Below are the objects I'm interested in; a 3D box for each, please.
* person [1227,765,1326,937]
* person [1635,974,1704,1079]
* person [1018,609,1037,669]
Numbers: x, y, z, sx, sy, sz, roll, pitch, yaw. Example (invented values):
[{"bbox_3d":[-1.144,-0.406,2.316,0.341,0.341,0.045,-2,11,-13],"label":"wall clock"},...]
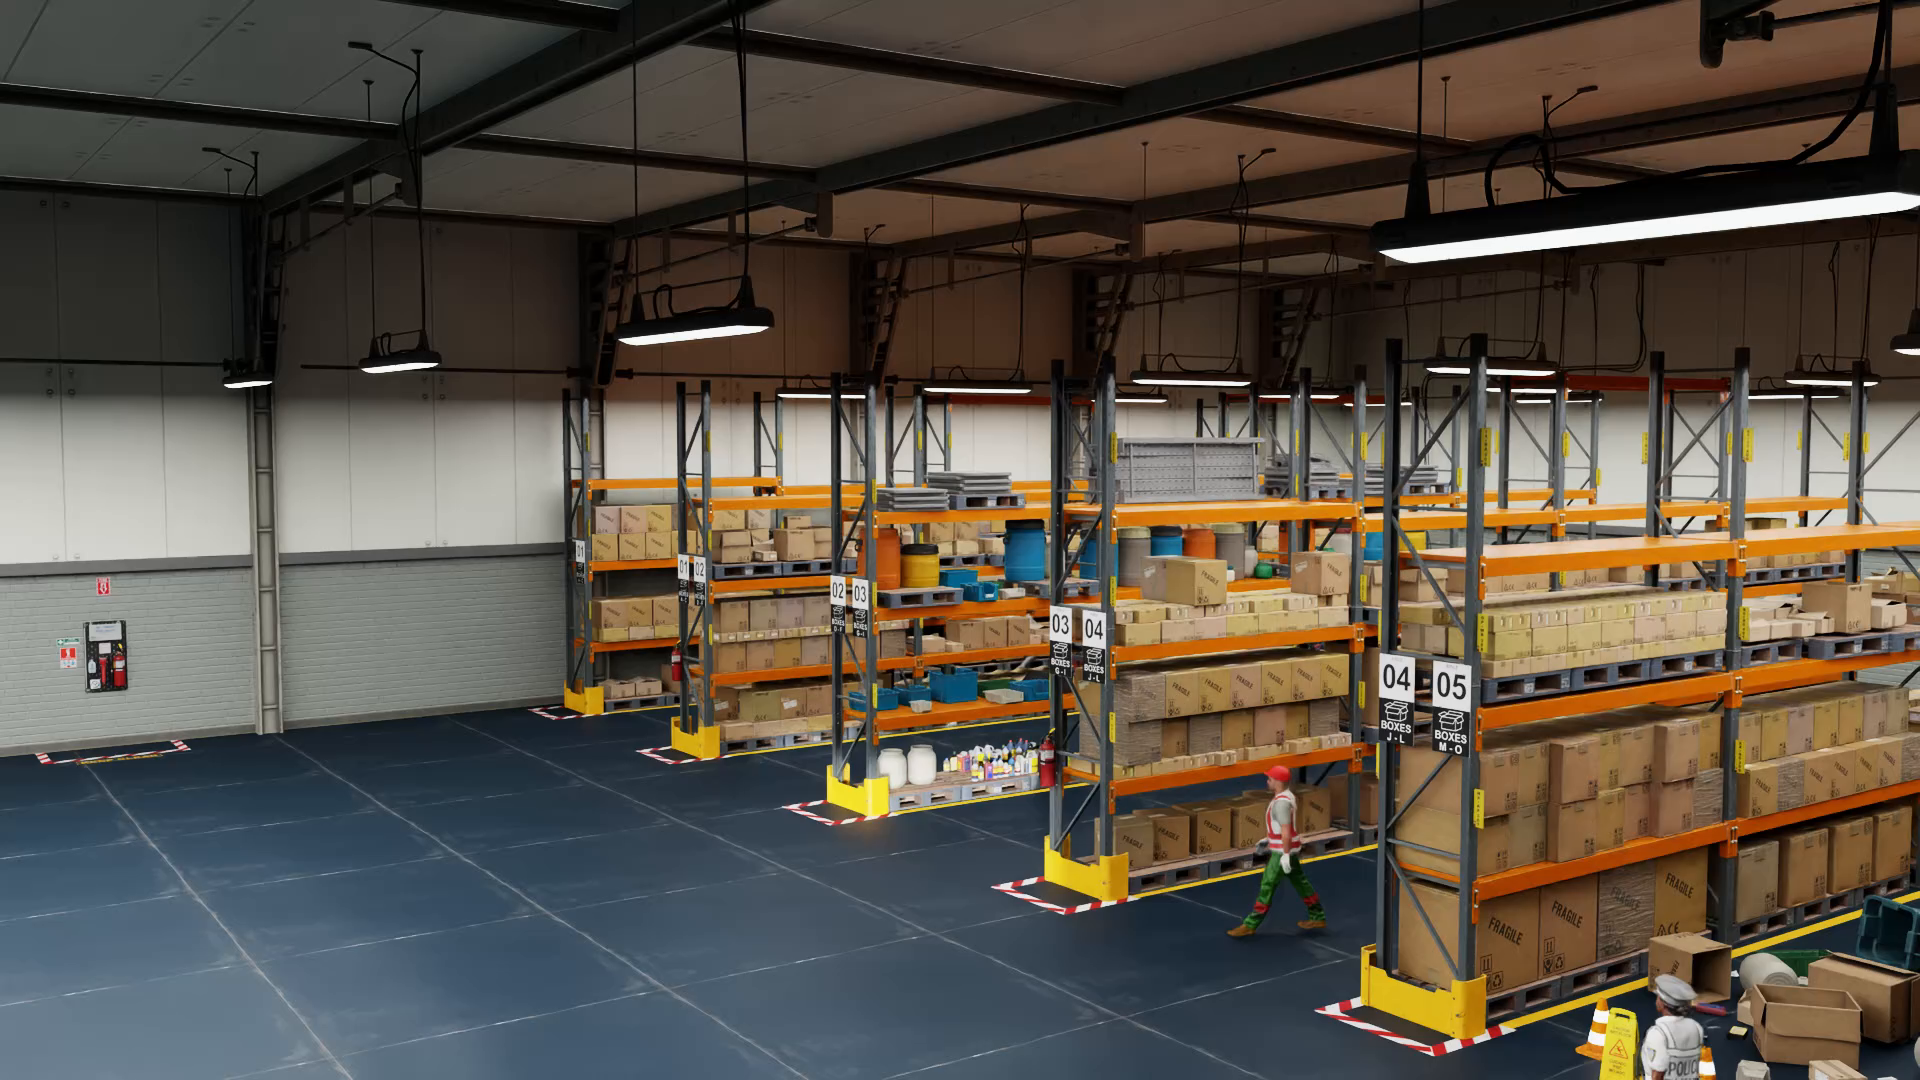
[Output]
[{"bbox_3d":[3.262,3.171,17.100,1.051,1.731,0.642,0,4,0],"label":"person"},{"bbox_3d":[4.613,3.644,10.770,0.447,1.629,1.042,-1,4,-18],"label":"person"},{"bbox_3d":[1.410,2.134,34.918,0.423,1.584,0.453,0,4,1],"label":"person"}]
